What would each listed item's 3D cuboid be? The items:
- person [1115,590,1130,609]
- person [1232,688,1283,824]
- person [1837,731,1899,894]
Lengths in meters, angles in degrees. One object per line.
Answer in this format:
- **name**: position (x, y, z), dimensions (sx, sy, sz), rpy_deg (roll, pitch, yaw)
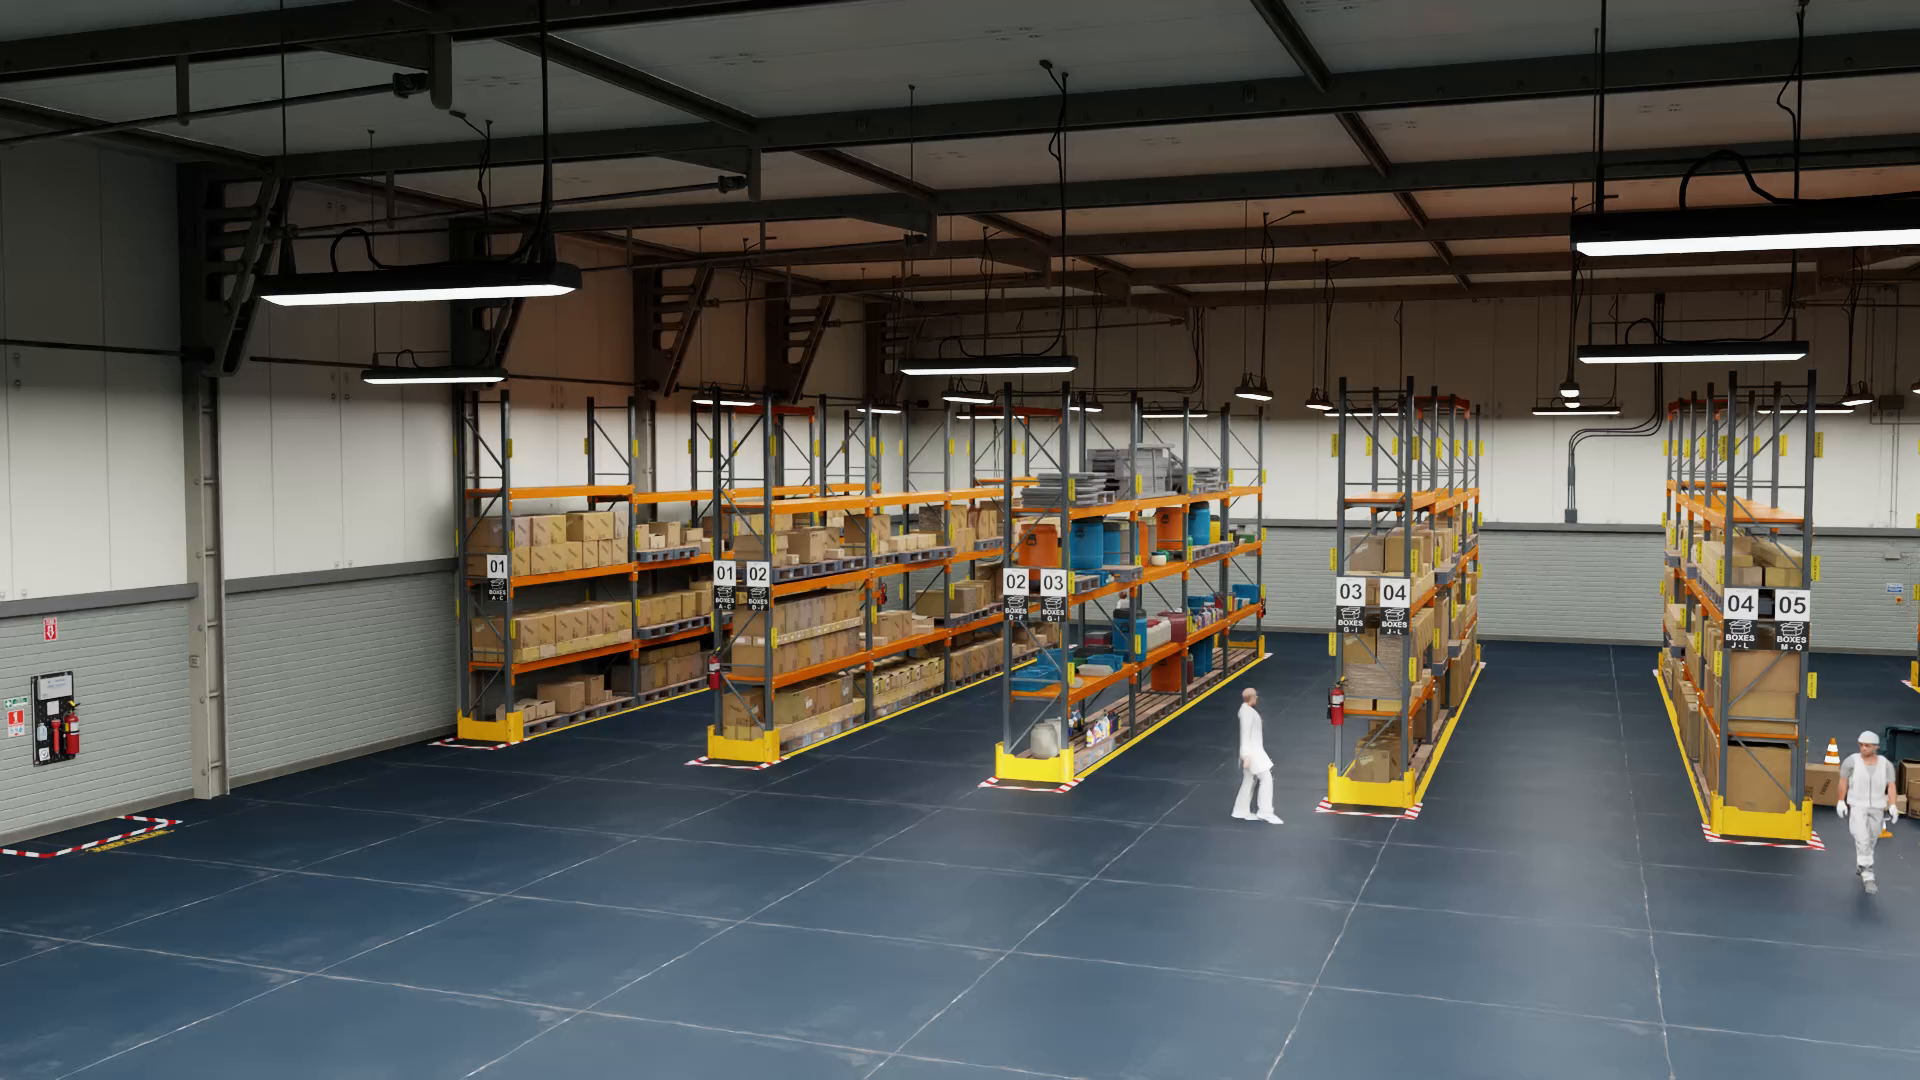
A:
- **person**: position (3.922, 2.005, 40.051), dimensions (0.445, 1.612, 0.373), rpy_deg (-2, 4, -31)
- **person**: position (3.991, 2.894, 22.361), dimensions (0.649, 1.807, 0.606), rpy_deg (0, 3, -1)
- **person**: position (10.352, 3.059, 18.936), dimensions (0.561, 1.761, 0.885), rpy_deg (1, 3, 12)
